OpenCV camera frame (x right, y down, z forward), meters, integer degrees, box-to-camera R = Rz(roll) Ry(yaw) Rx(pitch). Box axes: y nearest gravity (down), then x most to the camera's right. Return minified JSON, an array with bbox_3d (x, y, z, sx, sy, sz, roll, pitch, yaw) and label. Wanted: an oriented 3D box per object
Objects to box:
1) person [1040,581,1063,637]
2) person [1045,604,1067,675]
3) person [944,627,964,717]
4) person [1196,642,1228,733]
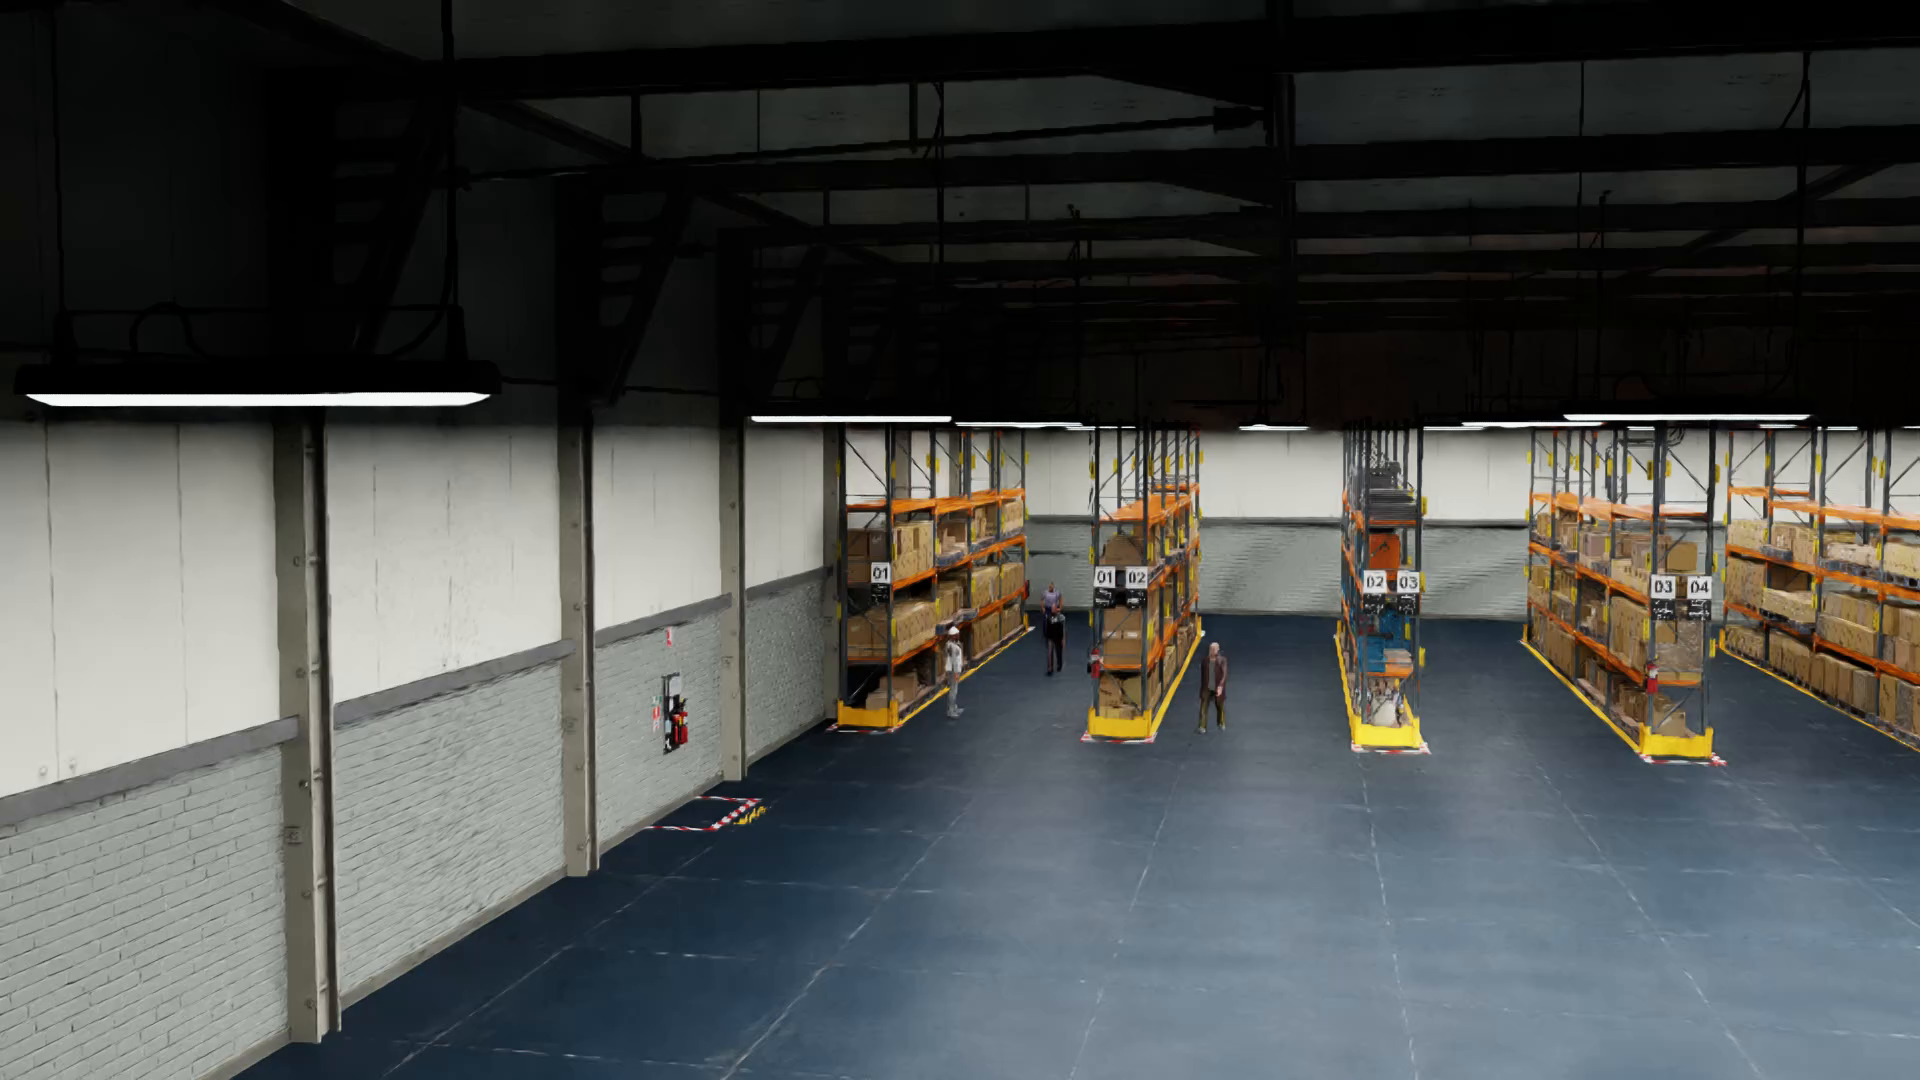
[{"bbox_3d":[2.546,1.936,46.232,0.625,1.596,0.517,1,4,9],"label":"person"},{"bbox_3d":[2.268,2.335,39.364,0.555,1.673,1.030,1,4,11],"label":"person"},{"bbox_3d":[-0.114,2.637,33.596,0.401,1.788,0.653,0,4,-4],"label":"person"},{"bbox_3d":[4.821,2.796,31.629,0.566,1.716,1.103,1,4,21],"label":"person"}]
